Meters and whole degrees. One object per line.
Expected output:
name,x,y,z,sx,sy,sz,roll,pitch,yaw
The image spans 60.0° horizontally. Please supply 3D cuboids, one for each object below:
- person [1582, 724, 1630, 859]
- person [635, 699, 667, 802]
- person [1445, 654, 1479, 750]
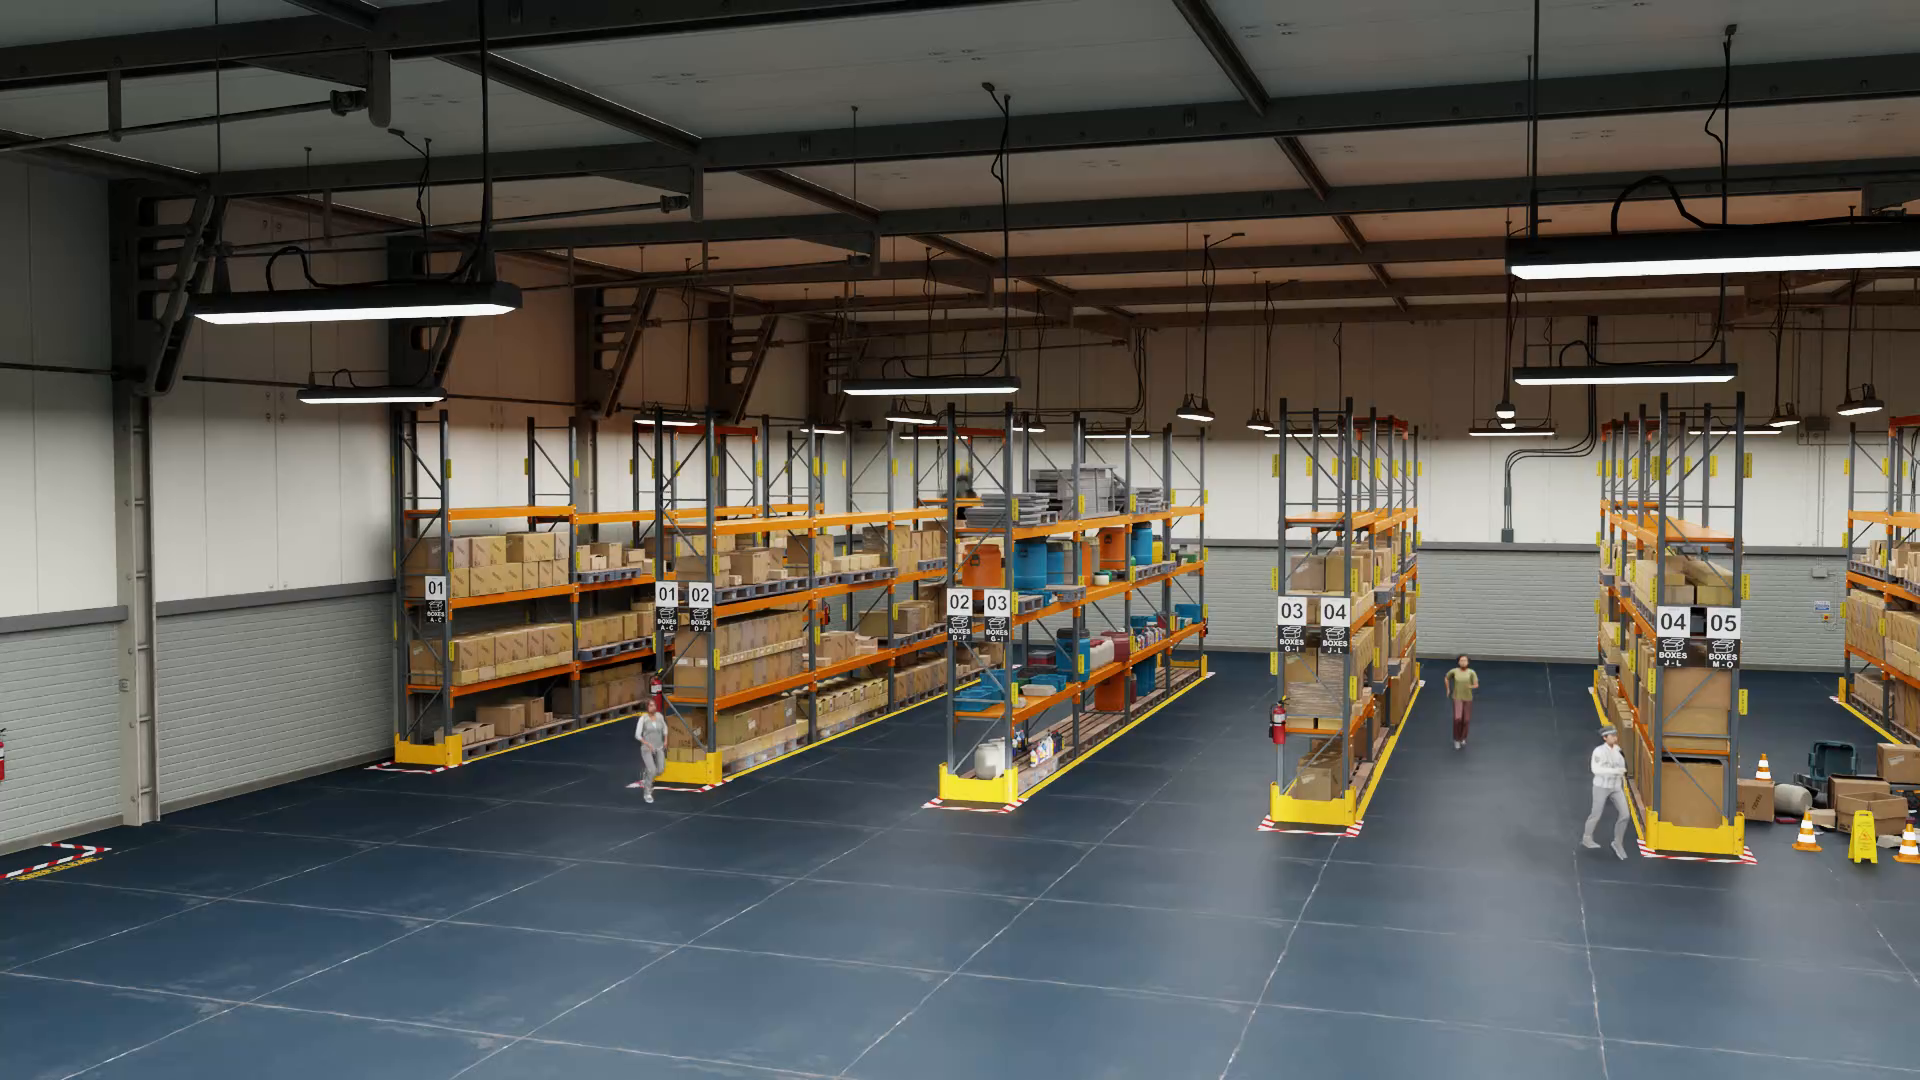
person,8.398,3.236,21.491,0.613,1.734,0.726,-1,3,-16
person,-4.633,3.160,25.034,0.561,1.562,0.611,-2,3,-34
person,8.986,2.891,29.758,0.548,1.701,0.706,0,2,9
